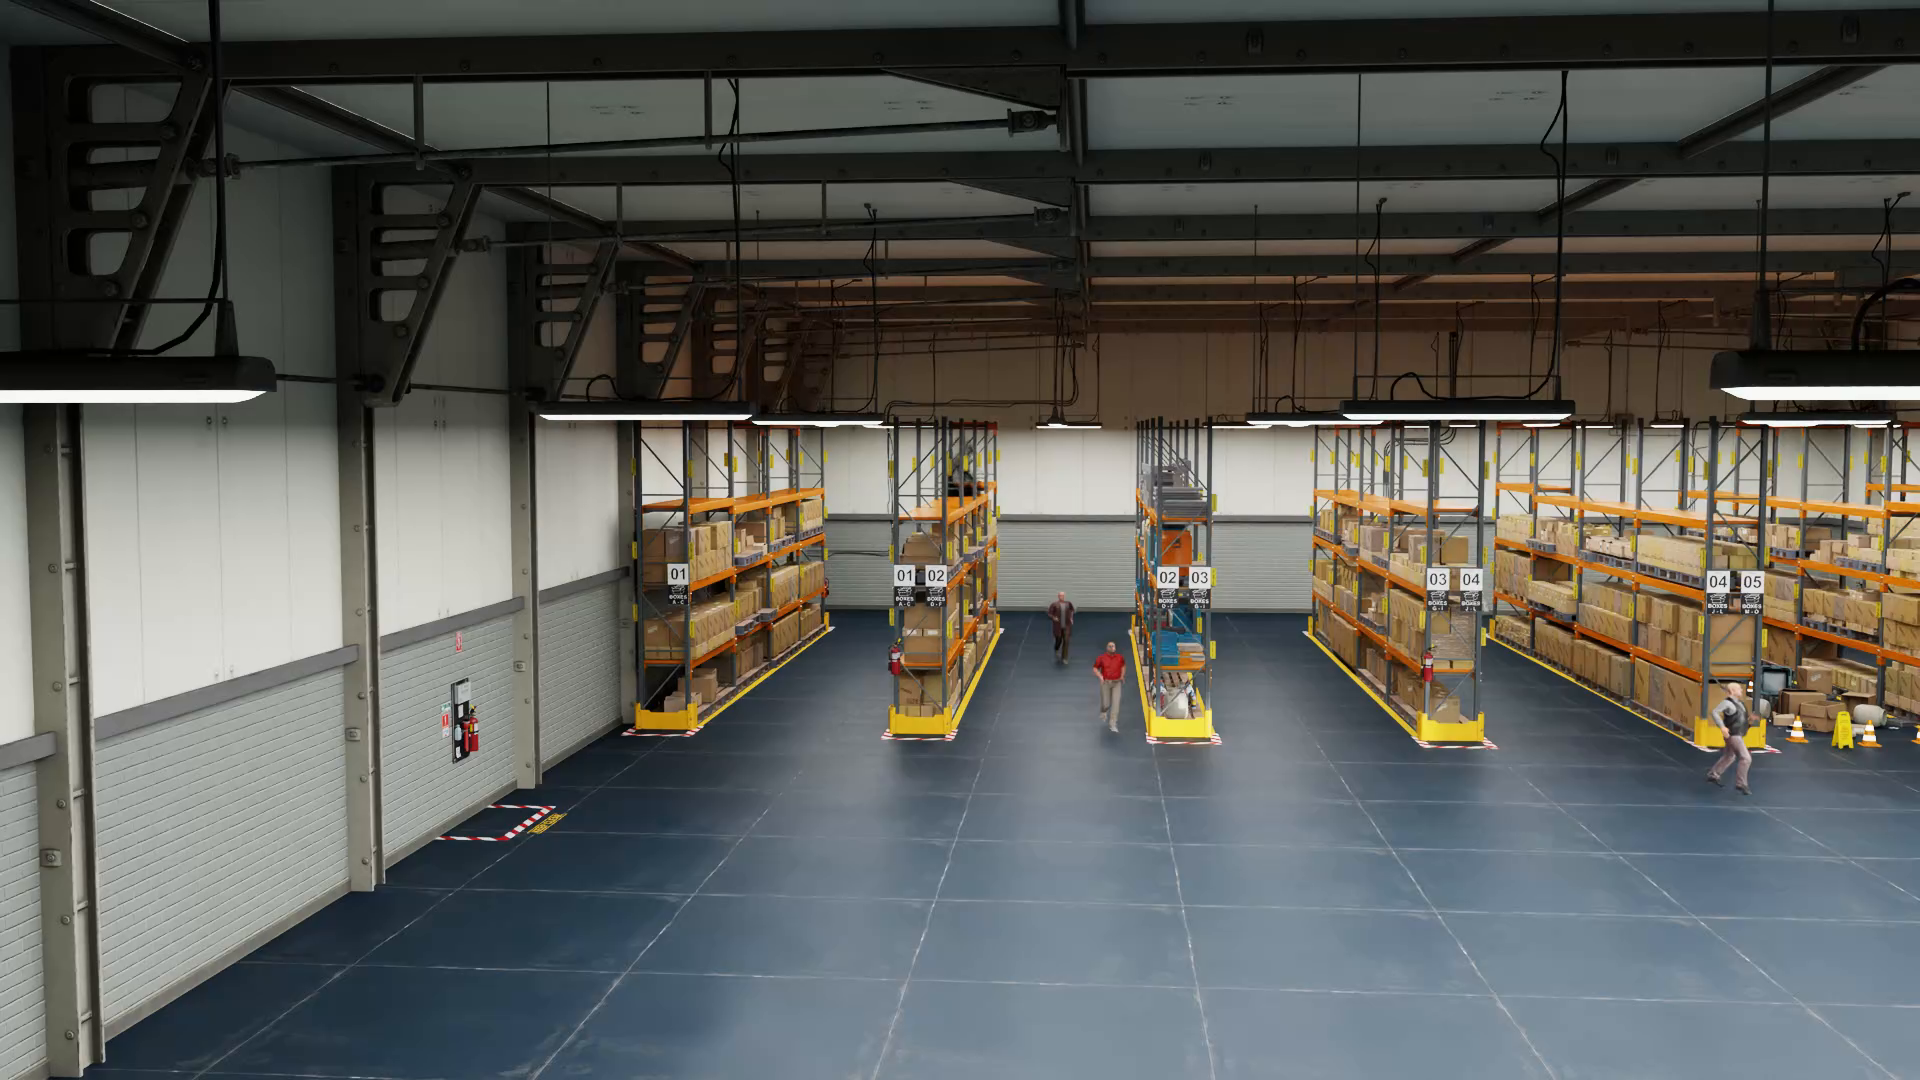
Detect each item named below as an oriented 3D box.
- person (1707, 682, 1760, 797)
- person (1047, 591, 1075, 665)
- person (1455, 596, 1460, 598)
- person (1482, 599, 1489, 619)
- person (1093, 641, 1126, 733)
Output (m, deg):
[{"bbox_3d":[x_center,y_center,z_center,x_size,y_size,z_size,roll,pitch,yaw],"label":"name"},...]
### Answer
[{"bbox_3d":[12.235,3.142,26.321,0.776,1.780,0.630,3,5,39],"label":"person"},{"bbox_3d":[2.517,2.157,41.157,0.710,1.784,1.005,0,4,-7],"label":"person"},{"bbox_3d":[13.485,1.908,45.739,0.638,1.628,0.928,1,4,21],"label":"person"},{"bbox_3d":[13.369,2.079,43.178,0.603,1.653,0.872,0,4,-2],"label":"person"},{"bbox_3d":[2.893,2.796,31.967,0.664,1.714,0.863,0,4,-5],"label":"person"}]
